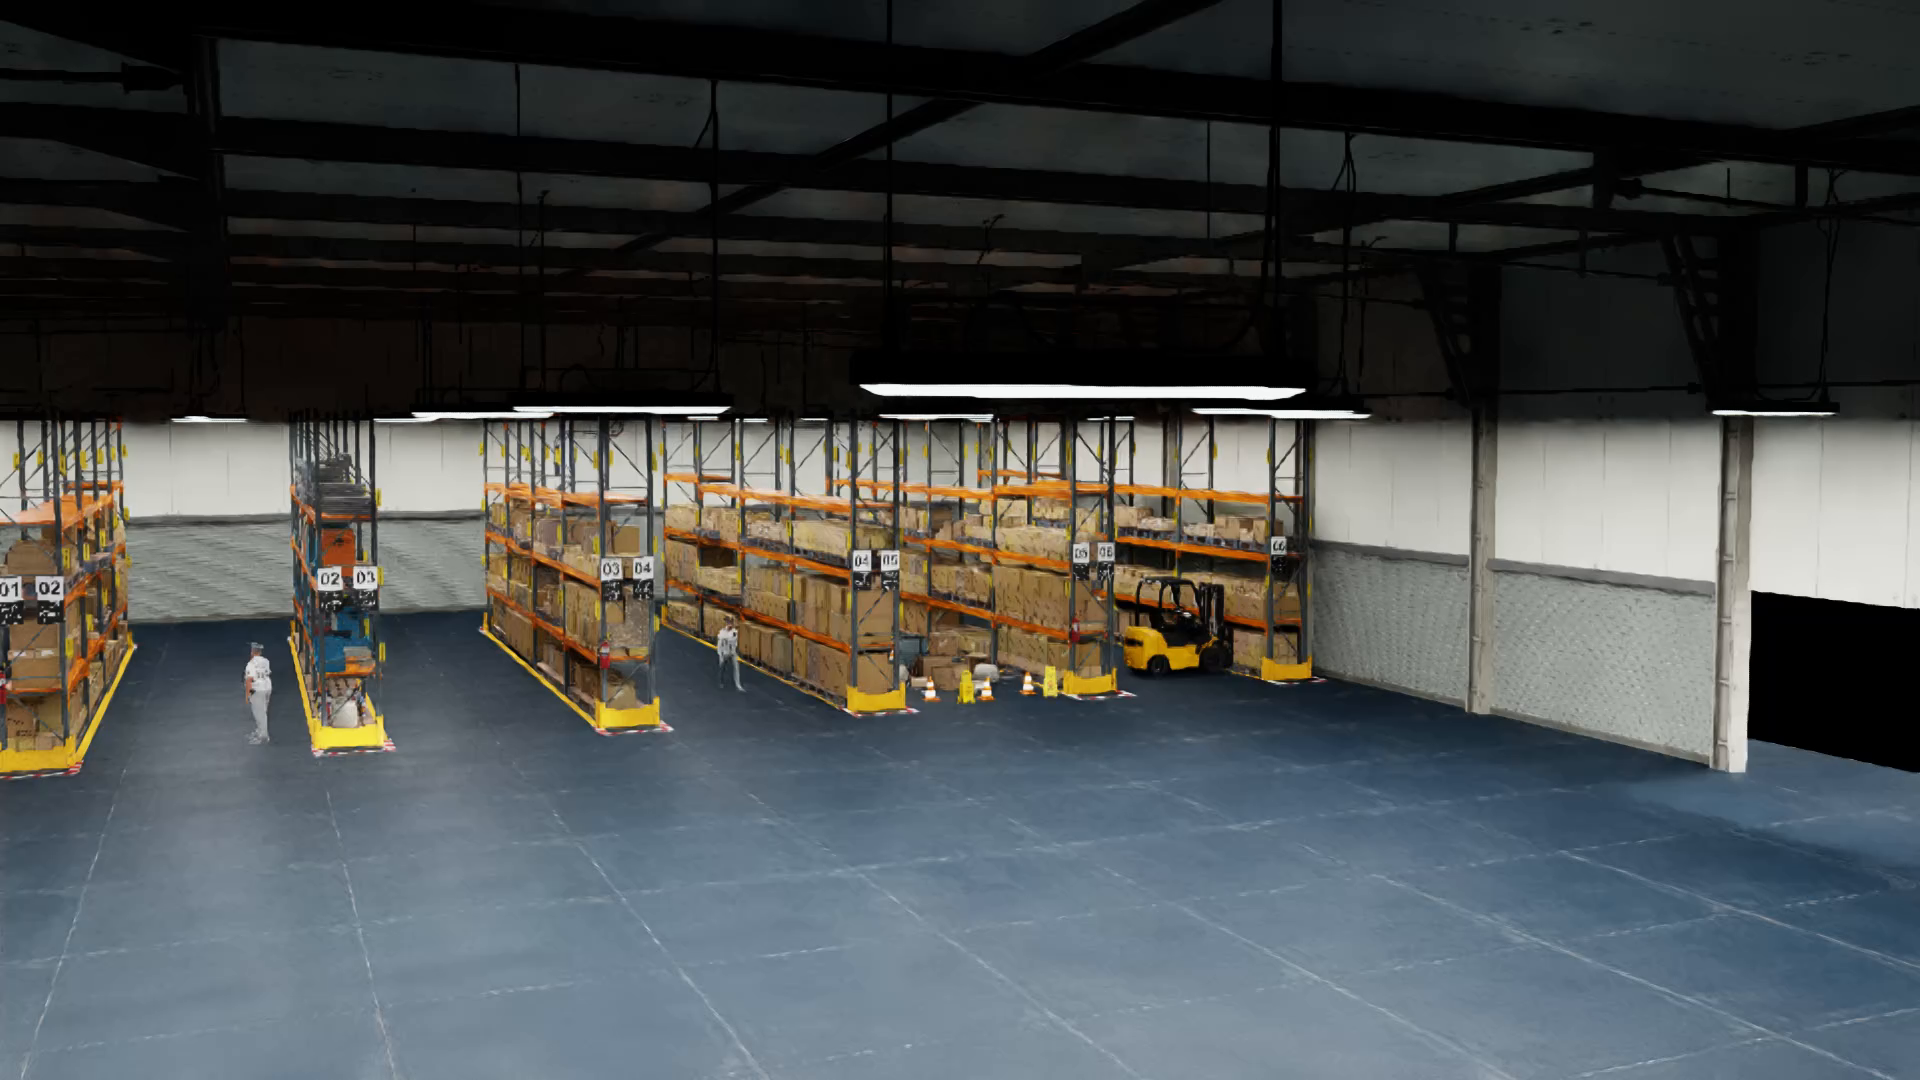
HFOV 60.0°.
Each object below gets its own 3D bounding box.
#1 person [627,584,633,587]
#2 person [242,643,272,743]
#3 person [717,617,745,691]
[{"bbox_3d":[-8.900,1.695,44.564,0.544,1.788,0.626,0,4,-6],"label":"person"},{"bbox_3d":[-12.682,2.735,29.961,0.574,1.748,0.647,1,4,9],"label":"person"},{"bbox_3d":[-4.945,2.414,35.543,0.499,1.587,1.074,-2,4,-25],"label":"person"}]
